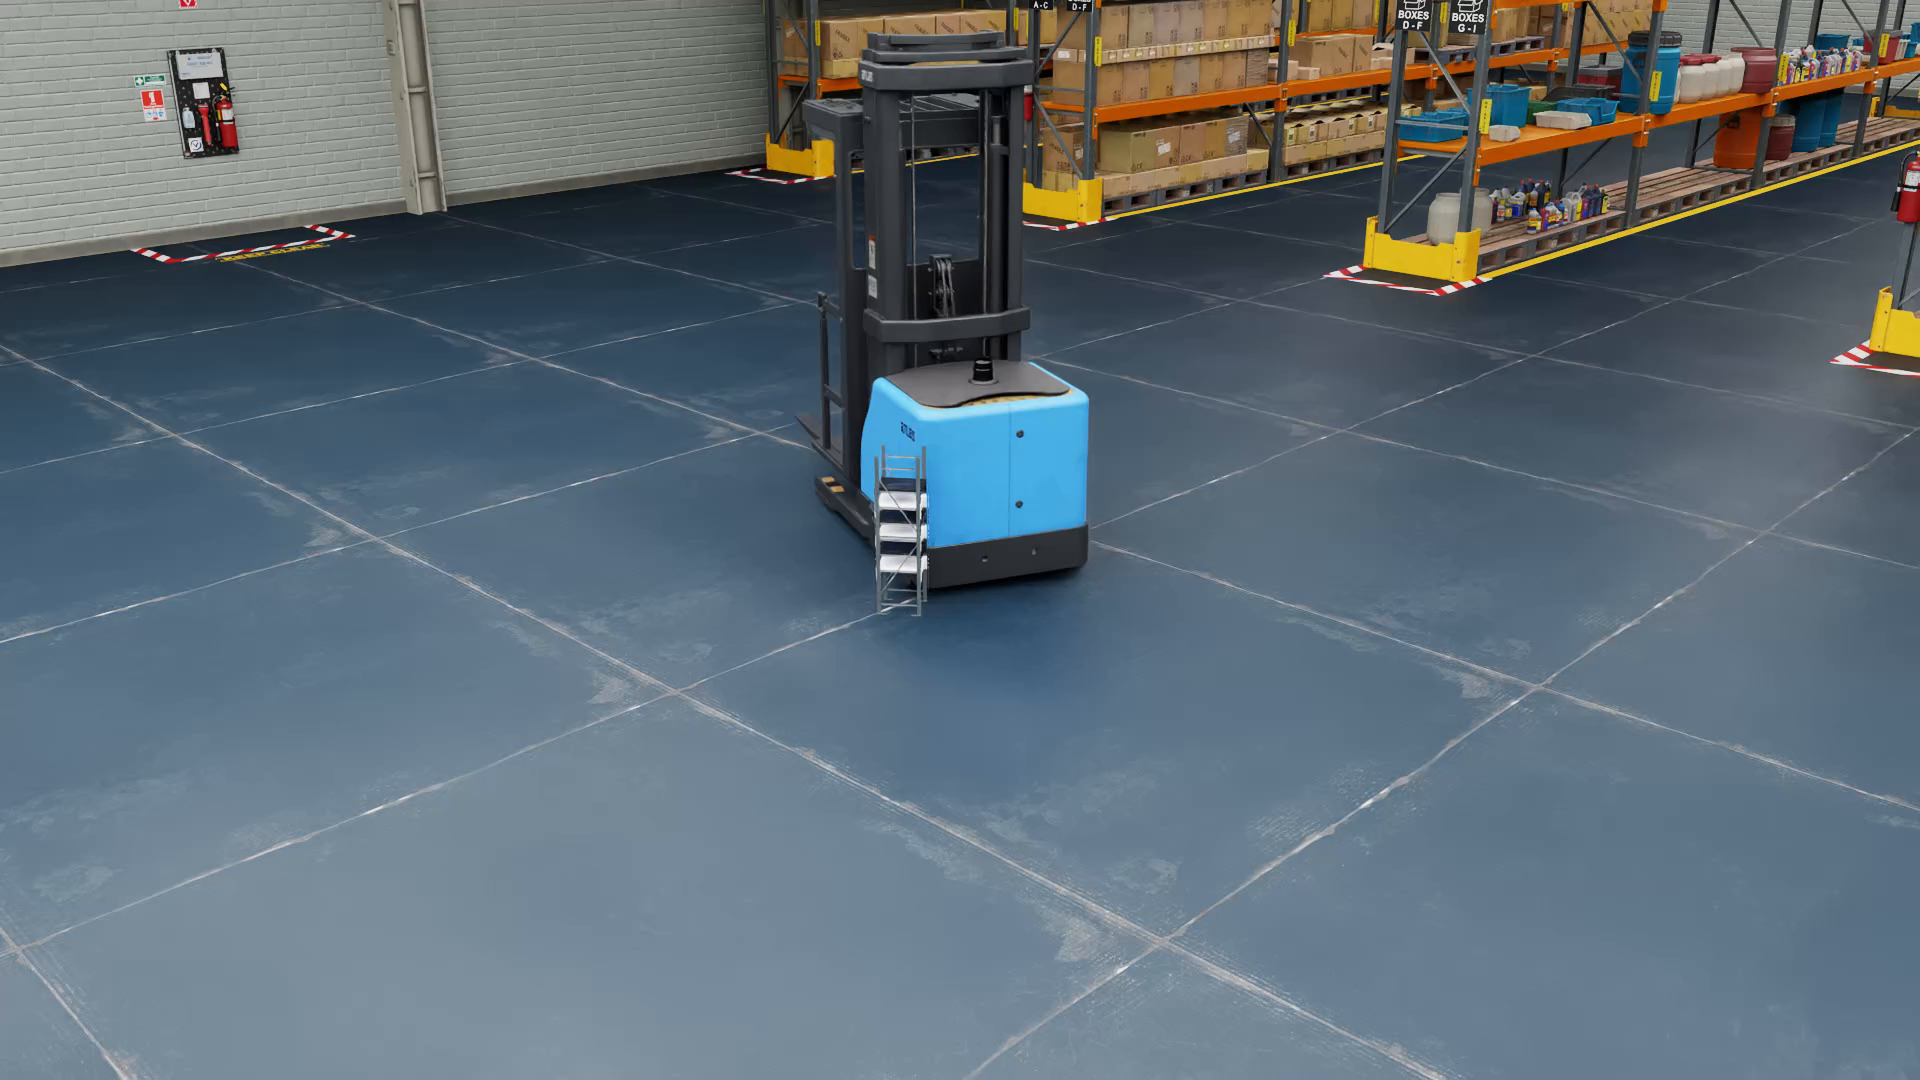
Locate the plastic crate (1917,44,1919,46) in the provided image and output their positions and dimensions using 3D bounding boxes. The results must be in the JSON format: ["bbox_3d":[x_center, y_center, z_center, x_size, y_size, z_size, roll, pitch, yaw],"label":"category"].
[{"bbox_3d":[15.275,-7.859,26.625,0.396,0.136,0.243,19,28,41],"label":"plastic crate"}]

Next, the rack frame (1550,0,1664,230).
[{"bbox_3d":[7.556,-5.196,19.411,1.000,3.000,0.127,19,28,41],"label":"rack frame"}]

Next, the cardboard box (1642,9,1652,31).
[{"bbox_3d":[12.263,-9.384,30.170,0.500,0.500,0.500,-19,28,-40],"label":"cardboard box"}]

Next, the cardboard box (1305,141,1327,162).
[{"bbox_3d":[4.826,-5.522,23.507,0.500,0.250,0.500,-19,28,-41],"label":"cardboard box"}]

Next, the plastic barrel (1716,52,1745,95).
[{"bbox_3d":[9.782,-5.958,21.239,0.421,0.512,0.421,0,21,0],"label":"plastic barrel"}]

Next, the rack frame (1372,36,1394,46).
[{"bbox_3d":[8.829,-10.760,33.888,1.000,3.000,0.127,19,28,41],"label":"rack frame"}]

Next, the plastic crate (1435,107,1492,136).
[{"bbox_3d":[5.357,-4.467,17.723,0.499,0.251,0.408,19,28,41],"label":"plastic crate"}]

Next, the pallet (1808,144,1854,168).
[{"bbox_3d":[12.569,-5.763,24.773,1.003,0.211,1.213,19,28,41],"label":"pallet"}]

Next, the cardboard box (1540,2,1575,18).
[{"bbox_3d":[10.121,-9.057,27.924,0.500,0.500,0.500,-19,28,-41],"label":"cardboard box"}]

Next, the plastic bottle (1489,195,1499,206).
[{"bbox_3d":[6.025,-3.777,18.903,0.152,0.276,0.135,18,28,39],"label":"plastic bottle"}]

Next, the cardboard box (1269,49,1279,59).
[{"bbox_3d":[5.678,-8.725,31.004,0.750,0.750,0.750,20,28,41],"label":"cardboard box"}]

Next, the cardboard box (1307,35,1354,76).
[{"bbox_3d":[5.274,-6.940,23.811,0.500,0.500,0.500,19,28,41],"label":"cardboard box"}]

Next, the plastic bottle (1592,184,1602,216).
[{"bbox_3d":[7.313,-3.927,19.189,0.144,0.351,0.185,18,28,39],"label":"plastic bottle"}]

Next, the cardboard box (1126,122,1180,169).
[{"bbox_3d":[2.440,-5.014,21.140,0.500,0.500,0.500,19,28,41],"label":"cardboard box"}]

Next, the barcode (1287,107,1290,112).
[{"bbox_3d":[4.486,-5.884,22.736,0.001,0.075,0.075,19,28,41],"label":"barcode"}]

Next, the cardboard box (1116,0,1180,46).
[{"bbox_3d":[2.305,-6.457,20.745,0.700,0.500,0.500,19,28,41],"label":"cardboard box"}]

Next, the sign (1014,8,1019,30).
[{"bbox_3d":[0.852,-7.945,25.359,0.100,0.325,0.005,19,28,41],"label":"sign"}]

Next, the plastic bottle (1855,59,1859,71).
[{"bbox_3d":[13.032,-6.940,24.228,0.097,0.201,0.097,0,21,0],"label":"plastic bottle"}]

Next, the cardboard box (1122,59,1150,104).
[{"bbox_3d":[1.917,-5.708,20.604,0.500,0.500,0.700,-19,28,-41],"label":"cardboard box"}]

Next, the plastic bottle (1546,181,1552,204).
[{"bbox_3d":[7.019,-4.155,19.894,0.097,0.271,0.097,0,21,0],"label":"plastic bottle"}]

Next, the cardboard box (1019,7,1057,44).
[{"bbox_3d":[1.232,-8.191,26.453,0.500,0.500,0.700,-17,27,-37],"label":"cardboard box"}]

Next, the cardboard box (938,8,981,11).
[{"bbox_3d":[-0.020,-7.896,25.573,0.500,0.500,0.500,18,28,39],"label":"cardboard box"}]

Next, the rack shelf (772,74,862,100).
[{"bbox_3d":[-0.938,-6.825,24.654,1.077,0.370,4.000,19,28,41],"label":"rack shelf"}]

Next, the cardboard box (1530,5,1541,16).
[{"bbox_3d":[9.758,-9.201,28.299,0.500,0.500,0.500,19,28,41],"label":"cardboard box"}]

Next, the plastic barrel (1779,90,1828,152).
[{"bbox_3d":[12.251,-6.151,24.236,0.600,0.901,0.708,19,28,41],"label":"plastic barrel"}]

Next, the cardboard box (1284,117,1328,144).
[{"bbox_3d":[4.829,-5.782,23.402,0.500,0.311,0.500,19,28,40],"label":"cardboard box"}]

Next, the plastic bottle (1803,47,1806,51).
[{"bbox_3d":[12.575,-7.210,24.815,0.061,0.283,0.133,19,28,41],"label":"plastic bottle"}]

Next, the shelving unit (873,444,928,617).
[{"bbox_3d":[-0.315,-0.048,8.946,0.258,0.900,0.210,3,21,7],"label":"shelving unit"}]

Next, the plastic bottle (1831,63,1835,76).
[{"bbox_3d":[12.332,-6.682,23.556,0.097,0.201,0.097,0,21,0],"label":"plastic bottle"}]

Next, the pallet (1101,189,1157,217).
[{"bbox_3d":[1.723,-4.314,21.003,1.003,0.211,1.213,19,28,41],"label":"pallet"}]

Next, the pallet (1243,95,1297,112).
[{"bbox_3d":[5.554,-8.213,31.148,1.003,0.211,1.213,19,28,41],"label":"pallet"}]

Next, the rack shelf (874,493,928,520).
[{"bbox_3d":[-0.315,-0.185,8.893,0.258,0.077,0.200,3,21,7],"label":"rack shelf"}]

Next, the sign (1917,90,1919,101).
[{"bbox_3d":[7.930,-3.760,13.621,0.100,0.325,0.005,19,28,41],"label":"sign"}]

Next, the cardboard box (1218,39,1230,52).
[{"bbox_3d":[3.262,-6.401,21.504,0.380,0.149,0.250,19,28,40],"label":"cardboard box"}]

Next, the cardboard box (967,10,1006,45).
[{"bbox_3d":[0.349,-7.766,25.234,0.500,0.500,0.500,19,28,41],"label":"cardboard box"}]

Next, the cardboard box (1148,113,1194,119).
[{"bbox_3d":[2.764,-5.401,22.147,0.500,0.500,0.500,19,28,41],"label":"cardboard box"}]

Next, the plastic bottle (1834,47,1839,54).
[{"bbox_3d":[12.627,-6.947,24.036,0.144,0.351,0.185,19,28,41],"label":"plastic bottle"}]

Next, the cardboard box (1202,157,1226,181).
[{"bbox_3d":[3.148,-4.917,21.933,0.500,0.250,0.500,19,28,41],"label":"cardboard box"}]

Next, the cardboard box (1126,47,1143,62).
[{"bbox_3d":[2.004,-5.937,20.296,0.380,0.149,0.250,19,28,41],"label":"cardboard box"}]

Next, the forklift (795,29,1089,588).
[{"bbox_3d":[-0.290,-1.596,10.141,1.130,2.935,3.031,-8,23,-20],"label":"forklift"}]

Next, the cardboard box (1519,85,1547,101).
[{"bbox_3d":[9.451,-7.333,27.842,0.500,0.500,0.500,19,28,40],"label":"cardboard box"}]

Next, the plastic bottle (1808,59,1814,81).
[{"bbox_3d":[11.719,-6.485,22.929,0.061,0.283,0.133,19,28,41],"label":"plastic bottle"}]

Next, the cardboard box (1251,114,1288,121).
[{"bbox_3d":[4.445,-5.922,23.766,0.500,0.311,0.500,-19,28,-41],"label":"cardboard box"}]

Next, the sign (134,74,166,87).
[{"bbox_3d":[-8.851,-5.022,18.171,0.001,0.109,0.331,19,28,41],"label":"sign"}]

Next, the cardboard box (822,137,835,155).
[{"bbox_3d":[-1.786,-5.753,23.995,0.500,0.311,0.500,15,26,35],"label":"cardboard box"}]

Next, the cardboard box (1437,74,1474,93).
[{"bbox_3d":[8.031,-7.432,27.055,0.500,0.250,0.500,19,28,40],"label":"cardboard box"}]

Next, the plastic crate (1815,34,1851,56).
[{"bbox_3d":[13.218,-7.478,25.288,0.392,0.384,0.575,19,28,41],"label":"plastic crate"}]

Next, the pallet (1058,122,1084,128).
[{"bbox_3d":[1.851,-6.889,27.704,1.003,0.211,1.213,19,28,41],"label":"pallet"}]

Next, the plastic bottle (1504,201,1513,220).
[{"bbox_3d":[6.254,-3.767,18.980,0.097,0.201,0.097,0,21,0],"label":"plastic bottle"}]

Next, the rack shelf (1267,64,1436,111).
[{"bbox_3d":[5.405,-6.615,24.106,1.077,0.370,4.000,19,28,41],"label":"rack shelf"}]

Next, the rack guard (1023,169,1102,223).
[{"bbox_3d":[1.202,-4.235,20.396,1.175,0.500,0.348,19,28,41],"label":"rack guard"}]

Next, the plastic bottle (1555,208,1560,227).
[{"bbox_3d":[6.632,-3.594,18.531,0.097,0.201,0.097,0,21,0],"label":"plastic bottle"}]

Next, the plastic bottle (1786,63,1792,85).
[{"bbox_3d":[11.142,-6.273,22.376,0.061,0.283,0.133,19,28,41],"label":"plastic bottle"}]

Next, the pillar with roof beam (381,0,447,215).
[{"bbox_3d":[-3.565,-7.224,16.326,9.100,9.000,0.400,19,28,41],"label":"pillar with roof beam"}]

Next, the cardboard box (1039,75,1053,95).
[{"bbox_3d":[1.264,-7.371,26.897,0.500,0.250,0.500,19,28,40],"label":"cardboard box"}]

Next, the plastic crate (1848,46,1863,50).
[{"bbox_3d":[14.136,-7.680,26.158,0.293,0.136,0.466,19,28,41],"label":"plastic crate"}]
